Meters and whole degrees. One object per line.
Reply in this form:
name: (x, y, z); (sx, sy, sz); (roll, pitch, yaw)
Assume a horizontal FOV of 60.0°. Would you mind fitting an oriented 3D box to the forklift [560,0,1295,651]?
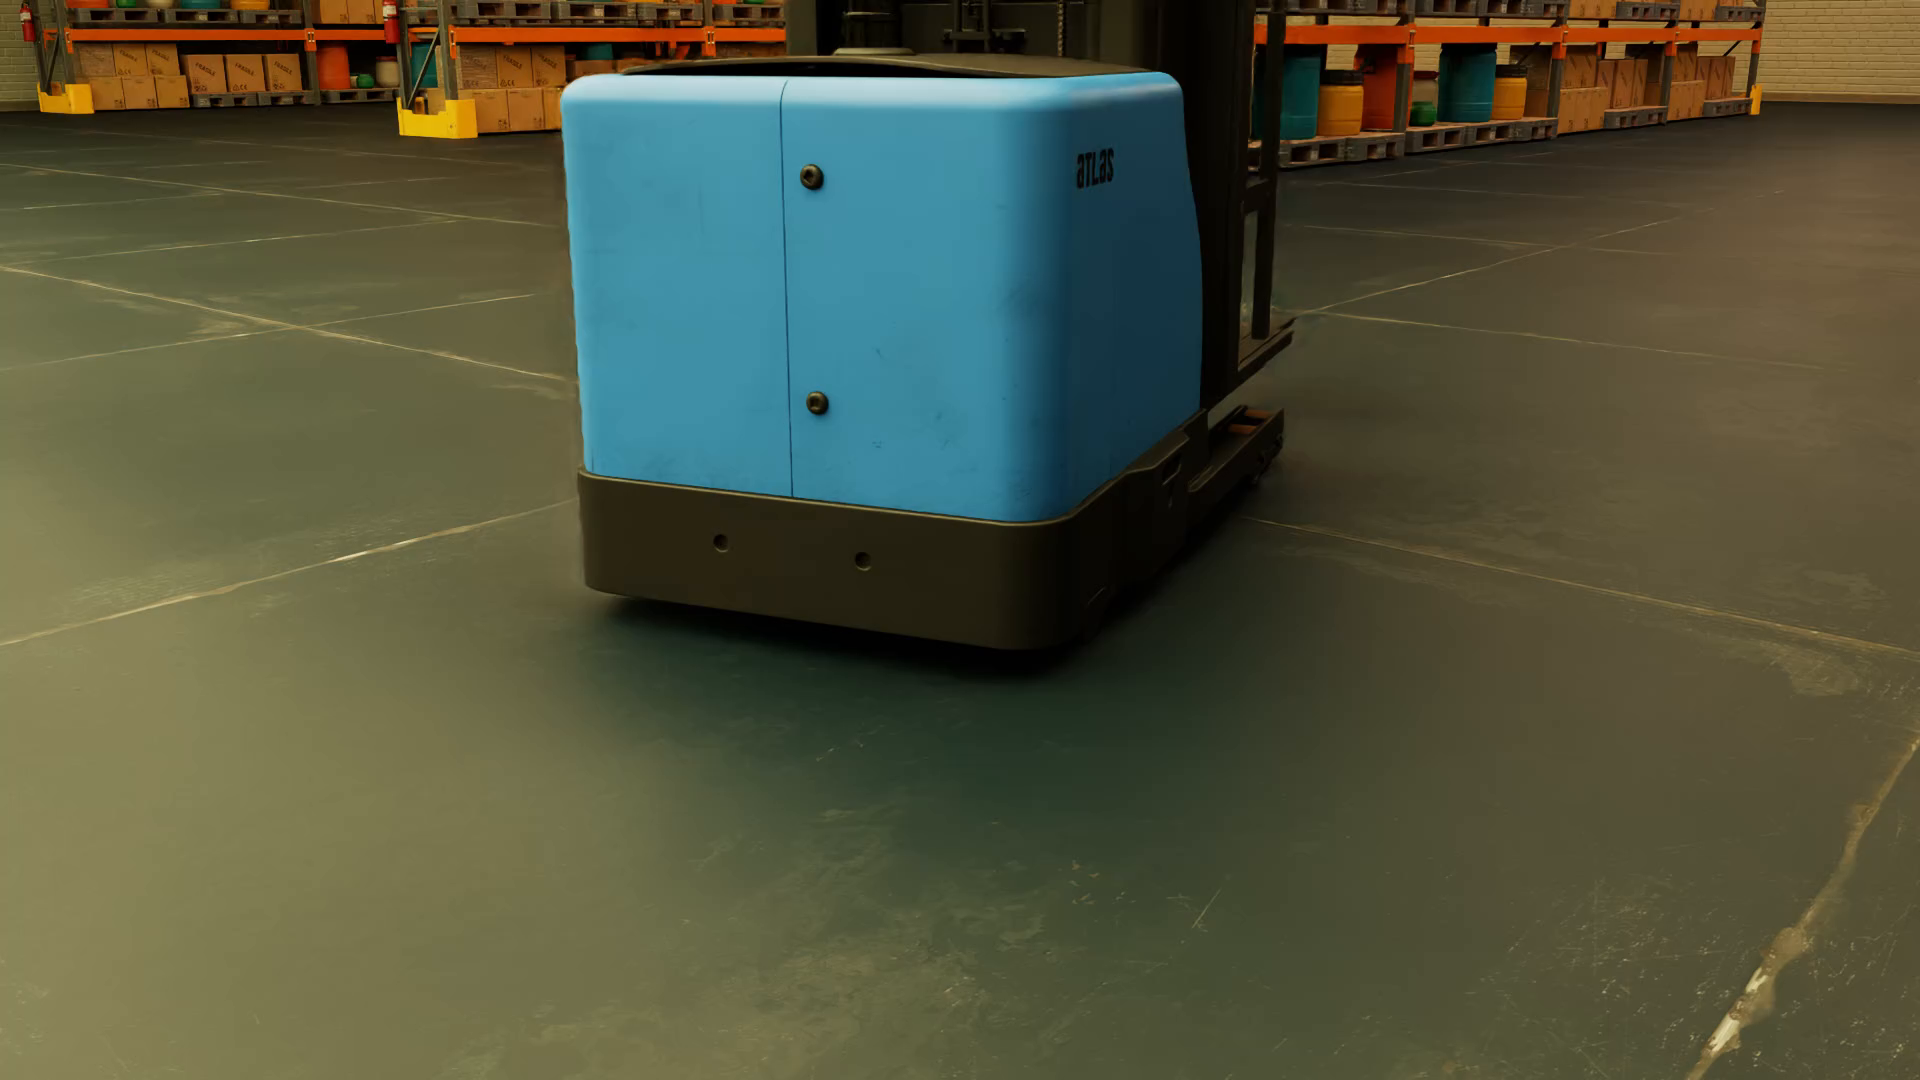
forklift: (0.255, -1.587, 4.123); (1.130, 2.935, 3.031); (7, 18, 21)
